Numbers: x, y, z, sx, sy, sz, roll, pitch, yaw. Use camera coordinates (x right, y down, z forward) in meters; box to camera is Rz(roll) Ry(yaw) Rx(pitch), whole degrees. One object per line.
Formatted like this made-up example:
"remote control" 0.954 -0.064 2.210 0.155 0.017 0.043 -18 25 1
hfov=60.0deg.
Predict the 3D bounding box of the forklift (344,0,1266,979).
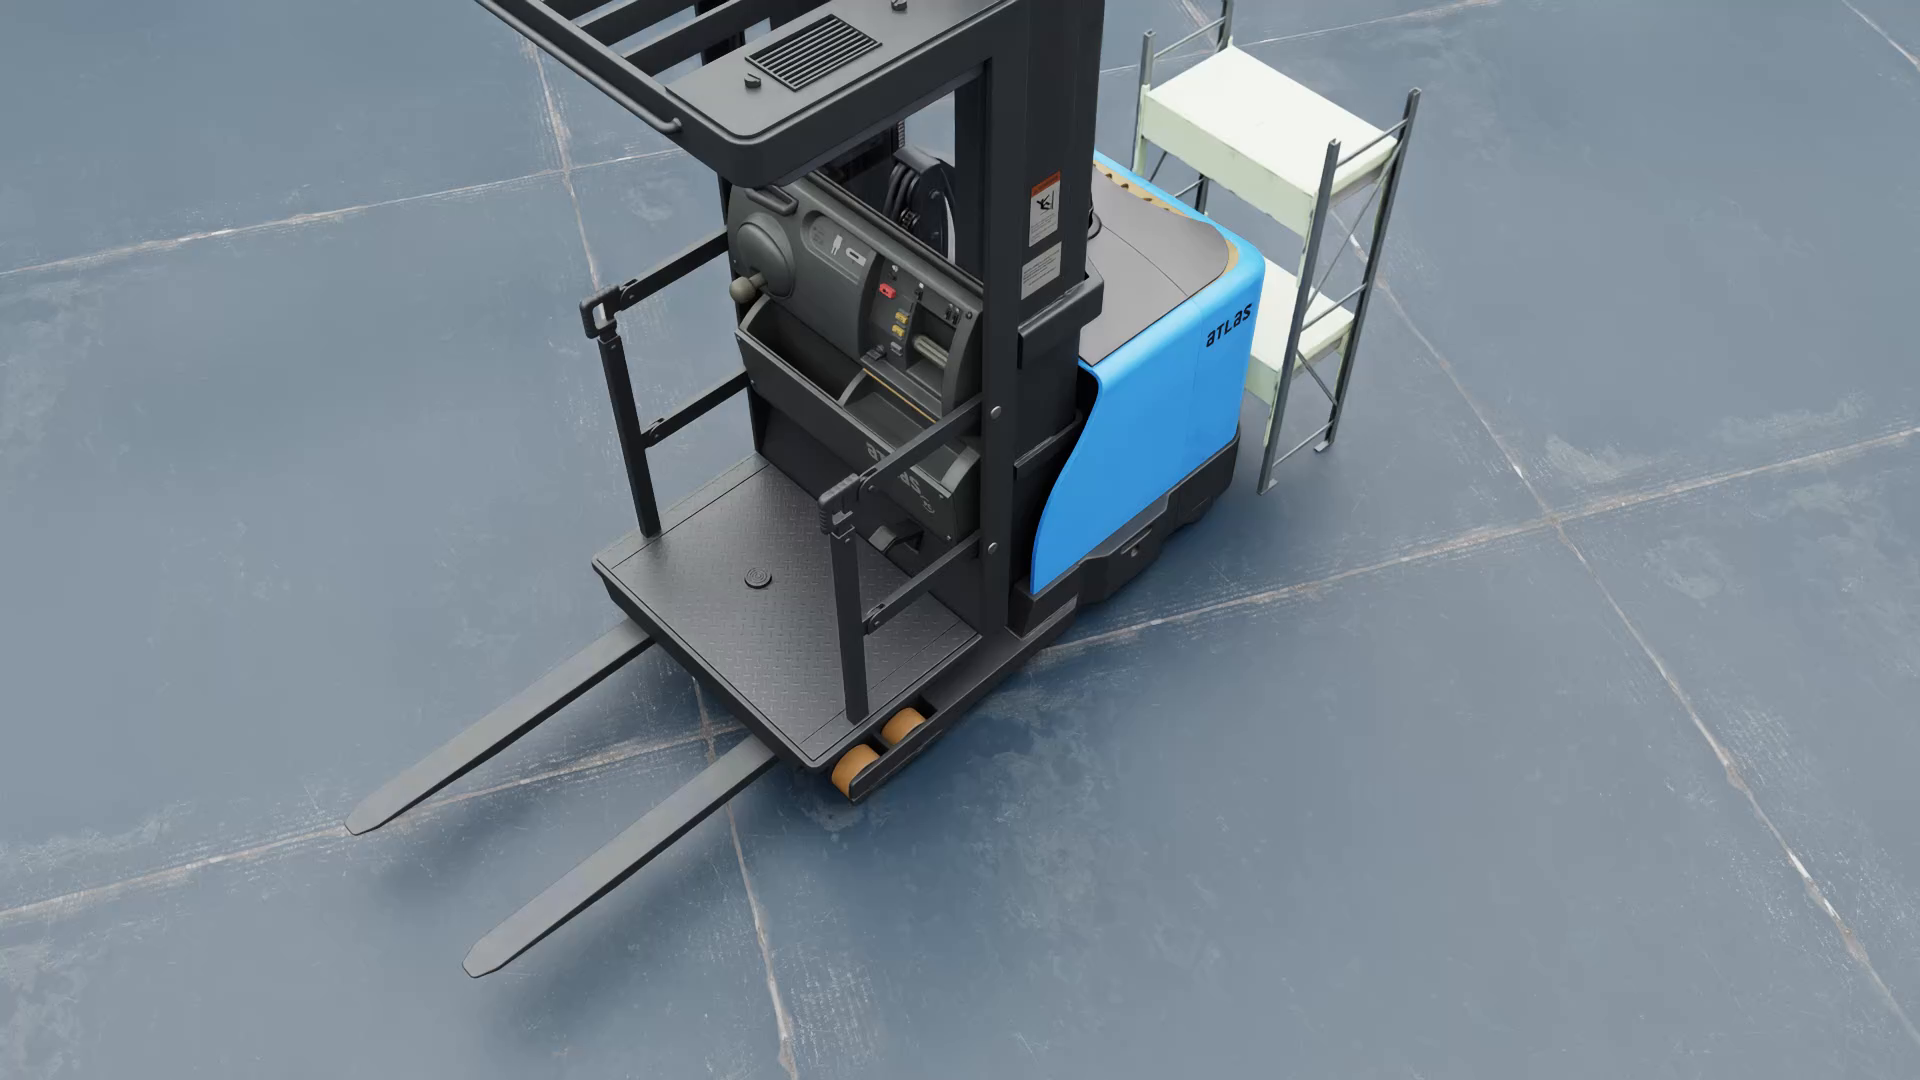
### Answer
"forklift" -0.452 -0.611 4.348 3.031 2.935 1.130 -37 59 -27

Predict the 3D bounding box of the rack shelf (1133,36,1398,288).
"rack shelf" 0.963 -1.208 5.277 0.431 0.370 0.720 -34 58 -25

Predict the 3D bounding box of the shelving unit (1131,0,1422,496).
"shelving unit" 0.963 -0.957 5.576 0.431 1.500 0.755 -34 58 -25

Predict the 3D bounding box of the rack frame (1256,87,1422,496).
"rack frame" 1.207 -0.748 5.400 0.400 1.500 0.023 -34 58 -25

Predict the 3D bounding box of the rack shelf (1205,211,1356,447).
"rack shelf" 0.963 -0.747 5.825 0.431 0.370 0.720 -34 58 -25

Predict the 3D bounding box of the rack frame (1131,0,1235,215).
"rack frame" 0.719 -1.165 5.751 0.400 1.500 0.023 -34 58 -25
